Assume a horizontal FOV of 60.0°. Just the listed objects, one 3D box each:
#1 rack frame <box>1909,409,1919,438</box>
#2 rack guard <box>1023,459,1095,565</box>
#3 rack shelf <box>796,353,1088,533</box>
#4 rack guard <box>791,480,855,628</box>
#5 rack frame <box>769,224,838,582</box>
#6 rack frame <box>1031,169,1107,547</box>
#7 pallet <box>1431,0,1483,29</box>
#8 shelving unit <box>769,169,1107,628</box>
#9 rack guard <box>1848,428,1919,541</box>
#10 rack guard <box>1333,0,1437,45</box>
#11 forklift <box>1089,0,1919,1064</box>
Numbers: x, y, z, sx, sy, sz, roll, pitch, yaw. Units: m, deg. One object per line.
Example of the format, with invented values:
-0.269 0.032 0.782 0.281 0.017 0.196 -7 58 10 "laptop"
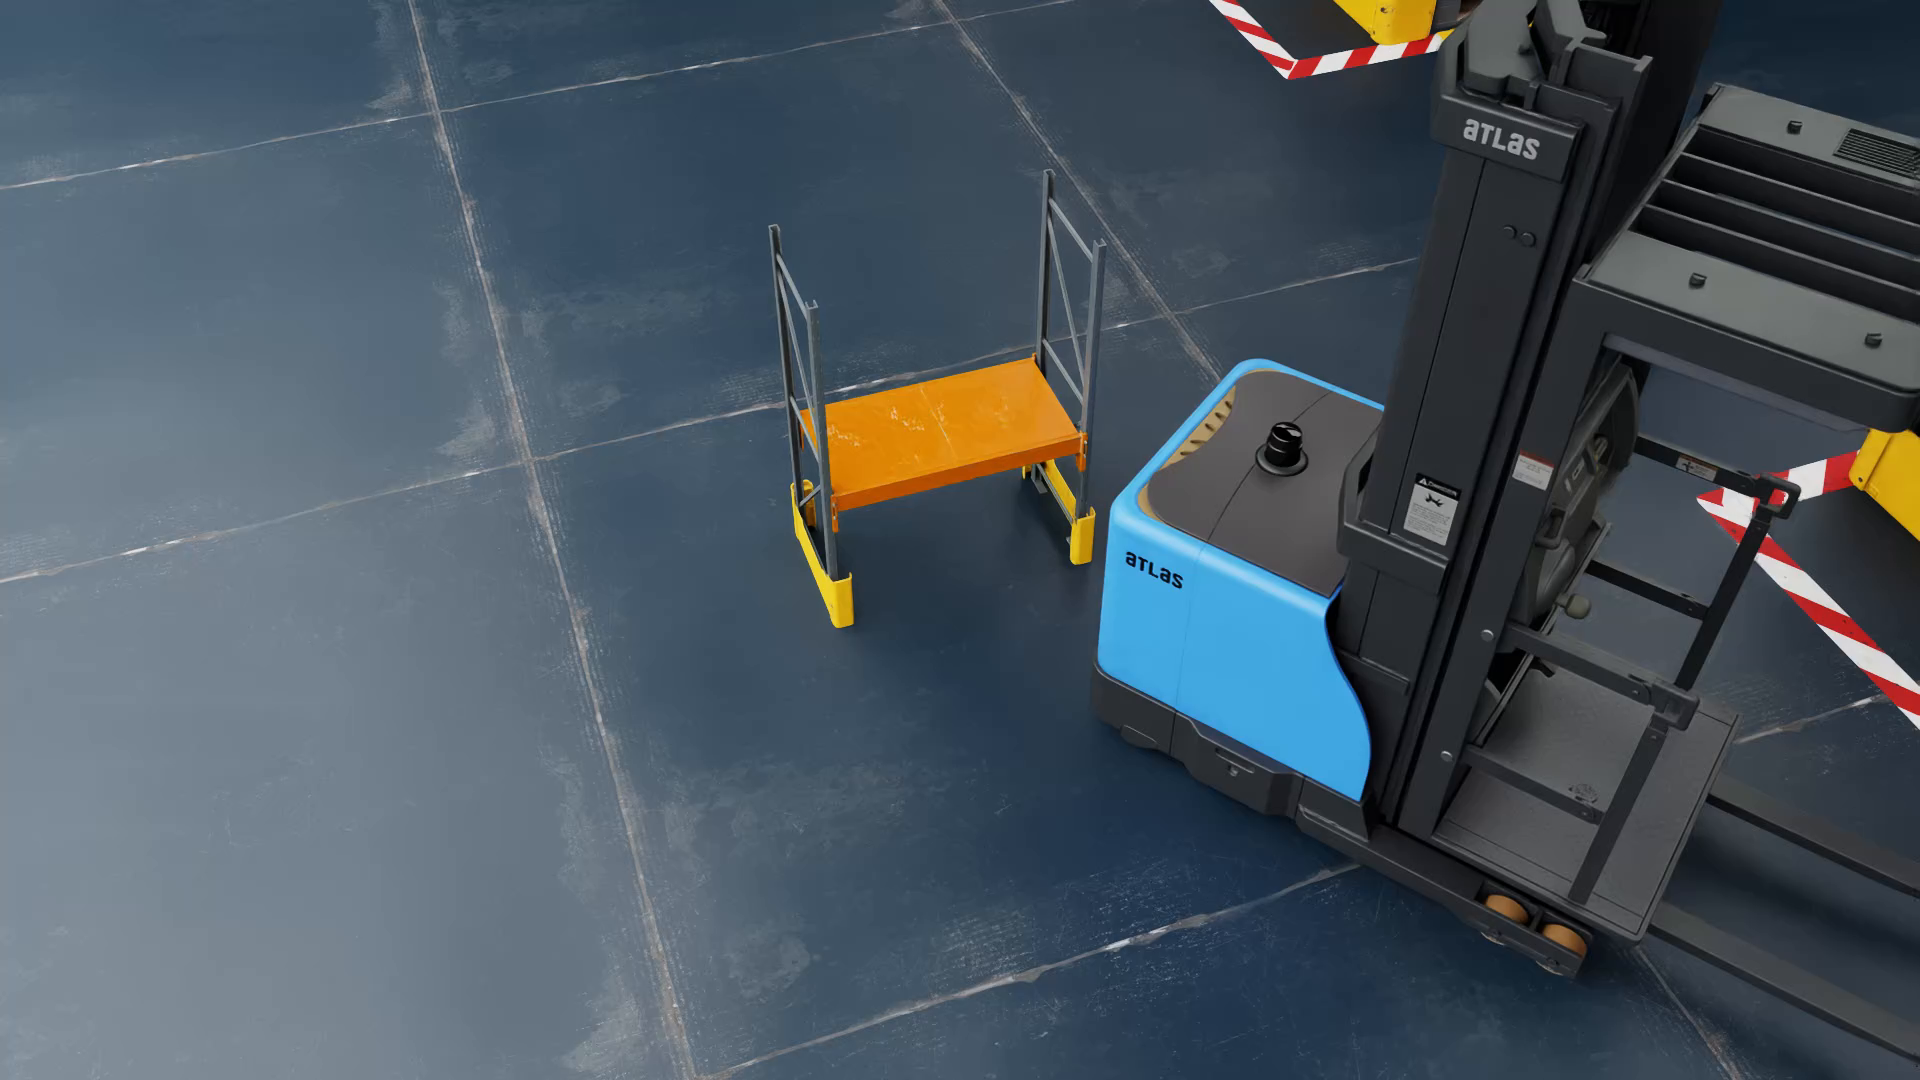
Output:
4.018 -0.981 5.609 0.127 3.000 1.000 -14 47 -14 "rack frame"
0.397 -0.190 6.763 0.087 0.250 0.587 -14 47 -14 "rack guard"
-0.080 -0.382 6.326 1.000 0.185 0.538 -14 47 -14 "rack shelf"
-0.540 0.050 6.524 0.087 0.250 0.587 -14 47 -14 "rack guard"
-0.558 -0.387 6.077 0.032 1.500 0.500 -14 47 -14 "rack frame"
0.398 -0.631 6.320 0.032 1.500 0.500 -14 47 -14 "rack frame"
3.158 -3.537 10.126 1.213 0.211 1.003 -14 47 -14 "pallet"
-0.072 -0.511 6.201 1.083 1.500 0.587 -14 47 -14 "shelving unit"
4.090 -0.116 6.513 0.348 0.500 1.175 -14 47 -14 "rack guard"
2.392 -3.447 9.833 0.348 0.500 1.175 -14 47 -14 "rack guard"
1.973 -0.070 4.751 3.031 2.935 1.130 26 51 24 "forklift"
